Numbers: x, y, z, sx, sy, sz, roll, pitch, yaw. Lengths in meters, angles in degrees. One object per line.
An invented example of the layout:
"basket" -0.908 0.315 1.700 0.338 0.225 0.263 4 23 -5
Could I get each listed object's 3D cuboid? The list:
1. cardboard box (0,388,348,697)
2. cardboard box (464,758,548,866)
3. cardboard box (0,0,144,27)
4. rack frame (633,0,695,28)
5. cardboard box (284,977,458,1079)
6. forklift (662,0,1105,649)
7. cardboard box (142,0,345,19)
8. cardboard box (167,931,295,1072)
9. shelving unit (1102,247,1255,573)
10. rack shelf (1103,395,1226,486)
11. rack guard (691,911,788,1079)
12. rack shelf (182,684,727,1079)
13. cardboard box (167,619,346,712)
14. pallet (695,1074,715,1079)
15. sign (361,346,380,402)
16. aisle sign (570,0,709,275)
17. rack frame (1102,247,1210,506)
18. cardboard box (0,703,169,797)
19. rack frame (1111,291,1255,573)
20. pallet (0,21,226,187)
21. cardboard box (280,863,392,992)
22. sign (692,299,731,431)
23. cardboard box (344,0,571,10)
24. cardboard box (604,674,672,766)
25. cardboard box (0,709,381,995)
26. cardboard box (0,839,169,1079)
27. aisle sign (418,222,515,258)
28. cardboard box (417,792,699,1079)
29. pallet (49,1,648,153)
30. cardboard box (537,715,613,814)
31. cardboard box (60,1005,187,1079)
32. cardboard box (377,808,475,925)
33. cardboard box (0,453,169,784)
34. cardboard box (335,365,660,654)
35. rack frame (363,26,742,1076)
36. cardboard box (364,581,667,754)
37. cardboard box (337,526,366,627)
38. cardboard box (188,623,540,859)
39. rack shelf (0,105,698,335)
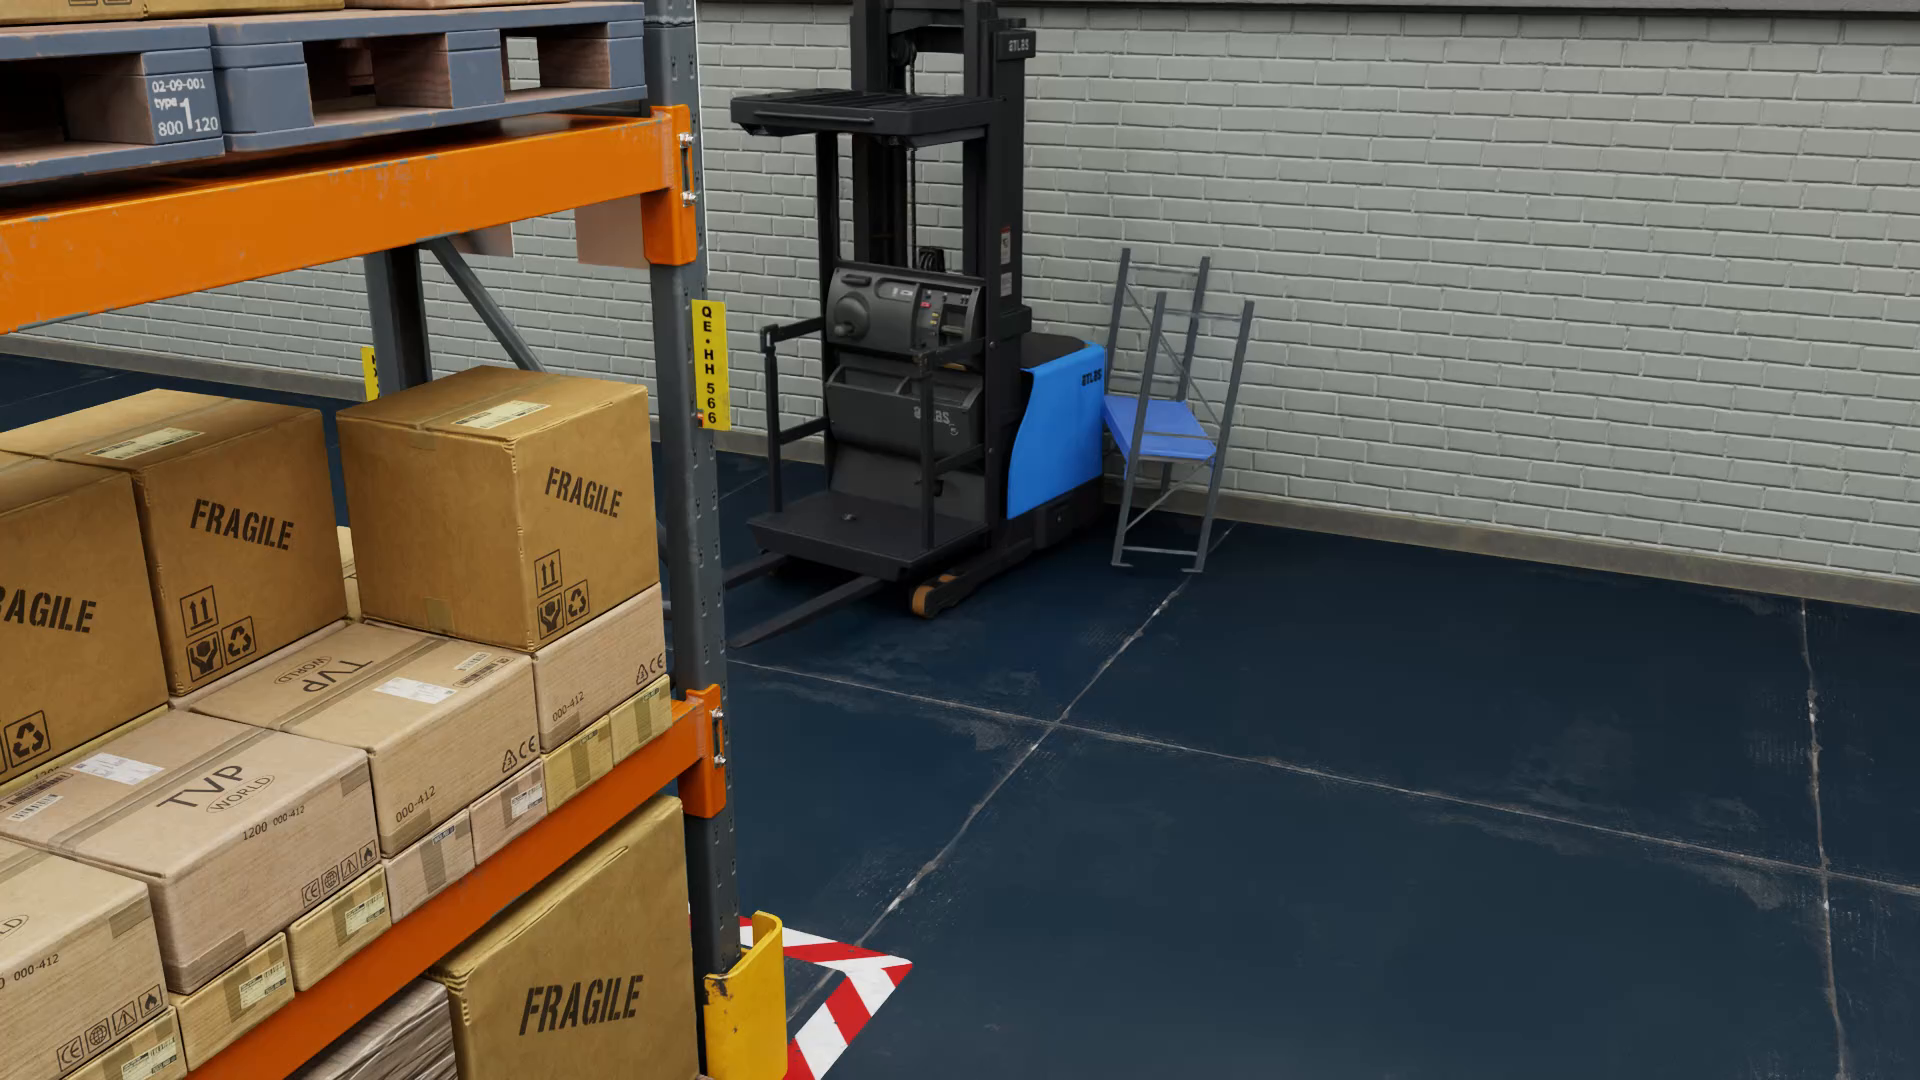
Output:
"cardboard box" -1.757 -0.014 3.693 0.500 0.500 0.500 8 21 21
"cardboard box" -1.164 0.575 3.750 0.380 0.149 0.250 9 21 23
"cardboard box" -1.781 -1.073 2.607 0.700 0.500 0.500 7 21 19
"rack frame" -1.109 -2.680 3.576 1.000 3.000 0.127 9 21 23
"cardboard box" -1.671 1.434 3.504 0.875 0.875 0.875 9 21 23
"forklift" -0.416 -1.169 8.380 1.130 2.935 3.031 13 23 32
"cardboard box" -1.614 -1.237 3.070 0.700 0.500 0.500 8 21 21
"cardboard box" -1.477 0.810 3.089 0.380 0.149 0.250 9 21 23
"shelving unit" 1.109 -0.731 9.141 0.538 1.500 1.048 5 22 -7
"rack shelf" 1.087 -0.565 9.206 0.538 0.185 1.000 5 22 -7
"rack guard" -1.100 1.316 5.021 1.175 0.500 0.348 9 21 23
"rack shelf" -1.928 1.096 2.983 1.077 0.370 4.000 9 21 23
"cardboard box" -1.759 0.346 3.799 0.500 0.250 0.500 8 21 22
"pallet" -1.365 1.715 4.331 1.003 0.211 1.213 9 21 23
"sign" -1.613 -0.377 4.642 0.100 0.325 0.005 9 21 23
"aisle sign" -0.806 -1.060 4.092 0.394 0.787 0.004 9 21 23
"rack frame" 1.067 -0.922 9.609 0.500 1.500 0.032 5 22 -7
"cardboard box" -1.968 0.499 3.368 0.500 0.250 0.500 8 21 21
"rack frame" 1.151 -0.539 8.672 0.500 1.500 0.032 5 22 -7
"pallet" -1.902 -0.623 2.400 1.003 0.211 1.213 9 21 23
"cardboard box" -1.372 0.731 3.312 0.380 0.149 0.250 8 21 21
"sign" -0.620 -0.432 4.126 0.100 0.325 0.005 9 21 23
"cardboard box" -1.273 -1.393 3.507 0.700 0.500 0.500 7 21 19
"cardboard box" -0.955 0.418 4.190 0.380 0.149 0.250 9 21 24
"cardboard box" -1.482 0.572 3.164 0.500 0.250 0.500 8 21 21
"cardboard box" -1.692 0.732 2.715 0.500 0.250 0.500 9 21 23
"aisle sign" -1.354 -1.142 4.323 0.394 0.787 0.004 9 21 23
"cardboard box" -1.298 1.156 4.286 0.875 0.875 0.875 9 21 23
"pallet" -1.404 -0.997 3.452 1.003 0.211 1.213 9 21 23
"cardboard box" -1.060 0.498 3.966 0.380 0.149 0.250 9 21 23
"cardboard box" -1.581 0.886 2.876 0.380 0.149 0.250 9 21 24
"cardboard box" -1.267 0.651 3.536 0.380 0.149 0.250 9 21 24
"cardboard box" -1.964 0.145 3.245 0.500 0.500 0.500 8 21 21
"cardboard box" -1.069 -0.092 3.911 0.500 0.500 0.500 9 21 23
"rack frame" -1.109 0.146 4.581 1.000 3.000 0.127 9 21 23
"cardboard box" -1.066 0.261 4.038 0.500 0.250 0.500 8 21 22
"cardboard box" -1.552 0.186 4.248 0.500 0.250 0.500 8 21 21
"cardboard box" -1.274 0.416 3.602 0.500 0.250 0.500 8 21 22
"rack shelf" -1.928 -0.317 2.480 1.077 0.370 4.000 9 21 23
